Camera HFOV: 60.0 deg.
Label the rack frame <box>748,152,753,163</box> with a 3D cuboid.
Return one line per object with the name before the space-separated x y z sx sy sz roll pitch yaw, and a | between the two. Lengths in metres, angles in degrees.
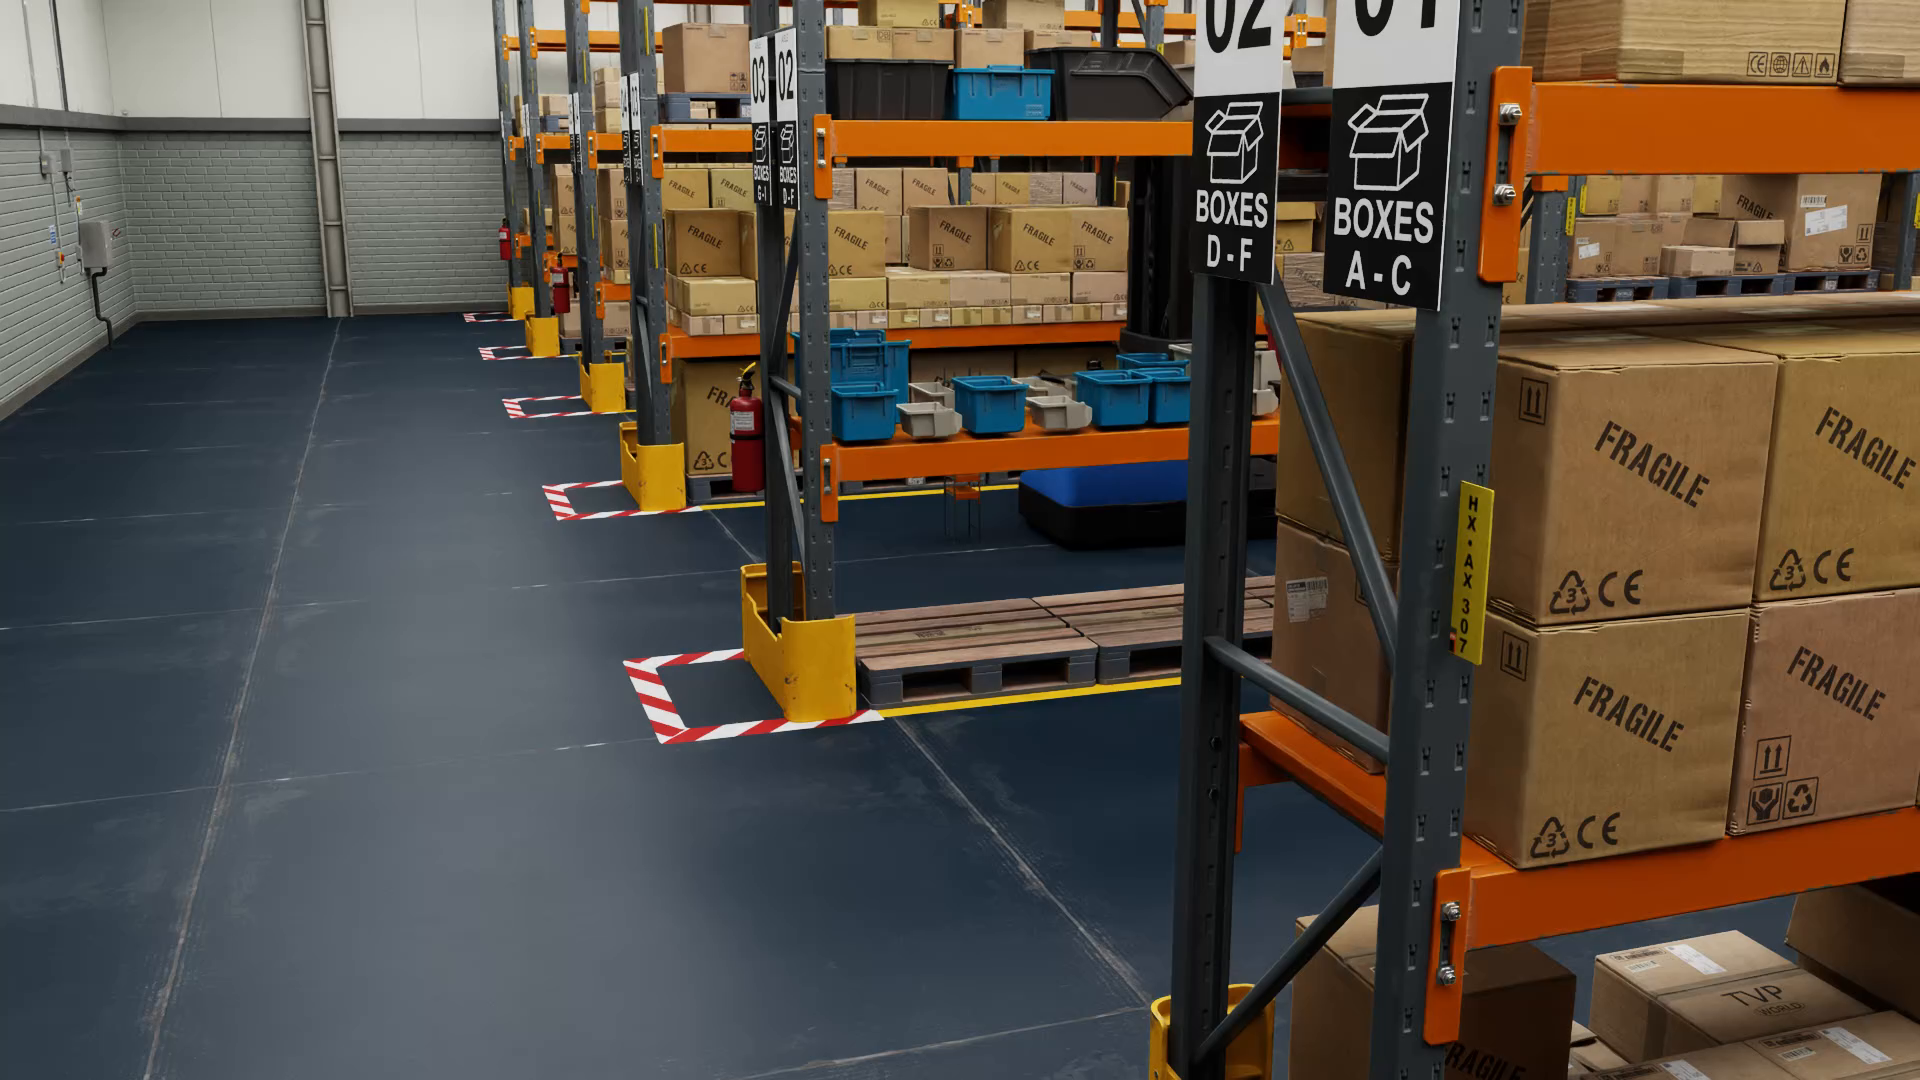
rack frame | -3.353 -5.368 27.728 0.127 3.000 1.000 -4 14 -18

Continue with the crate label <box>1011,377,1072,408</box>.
crate label | 0.433 -0.770 8.836 0.243 0.136 0.396 -4 14 -18

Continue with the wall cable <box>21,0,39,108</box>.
wall cable | -10.859 -6.421 19.193 0.029 3.000 0.463 -4 14 -18

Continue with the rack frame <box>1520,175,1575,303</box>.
rack frame | 5.185 -2.401 15.256 0.127 3.000 1.000 -4 14 -18

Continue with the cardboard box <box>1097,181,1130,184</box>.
cardboard box | 2.367 -5.067 24.697 0.500 0.500 0.500 -5 14 -20

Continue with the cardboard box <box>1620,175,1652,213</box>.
cardboard box | 8.335 -4.476 21.320 0.550 0.550 0.875 -4 14 -18

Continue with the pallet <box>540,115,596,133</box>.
pallet | -4.858 -5.458 21.815 1.213 0.211 1.003 -4 14 -18

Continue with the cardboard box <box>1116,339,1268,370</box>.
cardboard box | 1.994 -1.328 14.429 0.875 0.875 1.225 -4 14 -18

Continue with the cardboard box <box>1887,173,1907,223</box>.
cardboard box | 9.484 -3.354 16.241 0.500 0.500 0.500 -4 14 -18

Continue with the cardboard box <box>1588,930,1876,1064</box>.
cardboard box | 2.105 1.328 4.569 0.500 0.250 0.500 -4 14 -18

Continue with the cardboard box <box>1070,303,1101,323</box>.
cardboard box | 0.965 -1.870 13.567 0.250 0.149 0.380 -4 14 -17

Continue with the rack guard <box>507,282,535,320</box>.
rack guard | -7.072 -3.862 26.800 0.348 0.500 1.175 -4 14 -18

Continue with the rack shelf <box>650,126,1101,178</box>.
rack shelf | -0.502 -3.068 13.131 4.000 0.370 1.077 -4 14 -18

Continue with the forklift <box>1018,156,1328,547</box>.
forklift | 2.001 -1.557 11.854 3.031 2.935 1.130 -4 14 -17

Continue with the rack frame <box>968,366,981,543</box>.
rack frame | 0.100 -0.592 11.537 0.006 1.200 0.240 -4 14 -18

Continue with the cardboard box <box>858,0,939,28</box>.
cardboard box | -0.479 -4.084 12.886 0.500 0.250 0.500 -5 14 -20

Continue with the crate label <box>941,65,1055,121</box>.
crate label | 0.160 -2.109 7.866 0.502 0.251 0.408 -4 14 -18

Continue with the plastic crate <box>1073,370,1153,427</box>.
plastic crate | 0.769 -0.716 8.401 0.300 0.233 0.416 -4 14 -18

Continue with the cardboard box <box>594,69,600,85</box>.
cardboard box | -3.662 -4.819 17.319 0.250 0.149 0.380 -5 14 -19

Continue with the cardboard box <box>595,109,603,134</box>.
cardboard box | -3.537 -4.384 17.434 0.500 0.250 0.500 -5 14 -19

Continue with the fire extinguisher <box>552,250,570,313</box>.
fire extinguisher | -4.269 -2.770 17.778 0.183 0.674 0.296 -4 14 -18

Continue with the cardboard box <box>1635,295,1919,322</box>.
cardboard box | 2.061 -0.343 4.226 0.500 0.500 0.500 -4 14 -17

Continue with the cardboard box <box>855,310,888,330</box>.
cardboard box | -0.738 -1.738 13.010 0.250 0.149 0.380 -5 14 -19

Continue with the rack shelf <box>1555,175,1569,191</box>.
rack shelf | 4.869 -2.277 9.805 4.000 0.370 1.077 -4 14 -18

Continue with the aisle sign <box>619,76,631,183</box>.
aisle sign | -2.561 -3.136 12.727 0.004 0.787 0.394 -4 14 -18

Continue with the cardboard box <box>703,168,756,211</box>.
cardboard box | -2.397 -3.633 17.415 0.500 0.500 0.500 -5 14 -19

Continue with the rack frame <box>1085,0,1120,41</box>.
rack frame | 2.024 -7.493 23.700 0.127 3.000 1.000 -4 14 -18

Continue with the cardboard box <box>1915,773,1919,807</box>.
cardboard box | 2.227 0.263 3.840 0.500 0.500 0.500 -4 14 -18

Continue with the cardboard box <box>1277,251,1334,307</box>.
cardboard box | 2.860 -2.208 14.227 0.500 0.500 0.500 -5 14 -19

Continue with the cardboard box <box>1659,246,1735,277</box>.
cardboard box | 6.847 -2.606 15.533 0.500 0.250 0.500 -5 14 -20

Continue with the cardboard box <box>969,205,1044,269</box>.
cardboard box | 0.389 -2.529 13.853 0.500 0.500 0.500 -4 14 -18

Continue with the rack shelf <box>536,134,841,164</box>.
rack shelf | -3.662 -5.241 22.268 4.000 0.370 1.077 -4 14 -18

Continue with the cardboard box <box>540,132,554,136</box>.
cardboard box | -6.528 -6.407 26.159 0.250 0.149 0.380 -4 14 -17

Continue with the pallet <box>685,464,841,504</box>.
pallet | -1.664 -0.530 13.417 1.213 0.211 1.003 -4 14 -18

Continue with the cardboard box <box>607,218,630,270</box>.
cardboard box | -3.370 -3.072 17.217 0.500 0.500 0.500 -4 14 -15

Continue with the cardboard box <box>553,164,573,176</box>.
cardboard box | -5.133 -4.801 21.564 0.250 0.149 0.380 -4 14 -17

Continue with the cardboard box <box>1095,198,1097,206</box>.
cardboard box | 2.389 -5.927 29.323 0.500 0.250 0.500 -4 14 -17

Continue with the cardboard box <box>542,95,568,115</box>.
cardboard box | -5.160 -5.677 21.744 0.500 0.250 0.500 -6 15 -23

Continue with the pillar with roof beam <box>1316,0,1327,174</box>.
pillar with roof beam | 8.446 -8.374 27.403 0.400 9.000 9.100 -4 14 -18

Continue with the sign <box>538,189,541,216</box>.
sign | -5.387 -4.322 21.289 0.005 0.325 0.100 -4 14 -18

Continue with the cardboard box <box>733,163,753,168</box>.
cardboard box | -2.941 -4.977 22.305 0.250 0.149 0.380 -5 14 -18

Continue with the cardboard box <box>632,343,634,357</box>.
cardboard box | -3.278 -1.977 17.440 0.250 0.149 0.380 -5 14 -21

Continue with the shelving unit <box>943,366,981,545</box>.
shelving unit | 0.014 -0.585 11.508 0.189 1.200 0.258 -4 14 -18

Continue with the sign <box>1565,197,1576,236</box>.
sign | 5.365 -2.843 14.612 0.005 0.325 0.100 -4 14 -18

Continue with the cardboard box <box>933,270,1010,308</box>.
cardboard box | 0.086 -2.011 13.298 0.500 0.250 0.500 -4 14 -17

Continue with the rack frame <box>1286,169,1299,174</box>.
rack frame | 3.699 -3.497 19.861 0.127 3.000 1.000 -4 14 -18

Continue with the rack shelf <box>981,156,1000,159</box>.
rack shelf | 2.333 -6.920 29.326 4.000 0.370 1.077 -4 14 -18

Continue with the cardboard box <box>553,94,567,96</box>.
cardboard box | -6.156 -6.858 26.112 0.500 0.250 0.500 -5 14 -18
